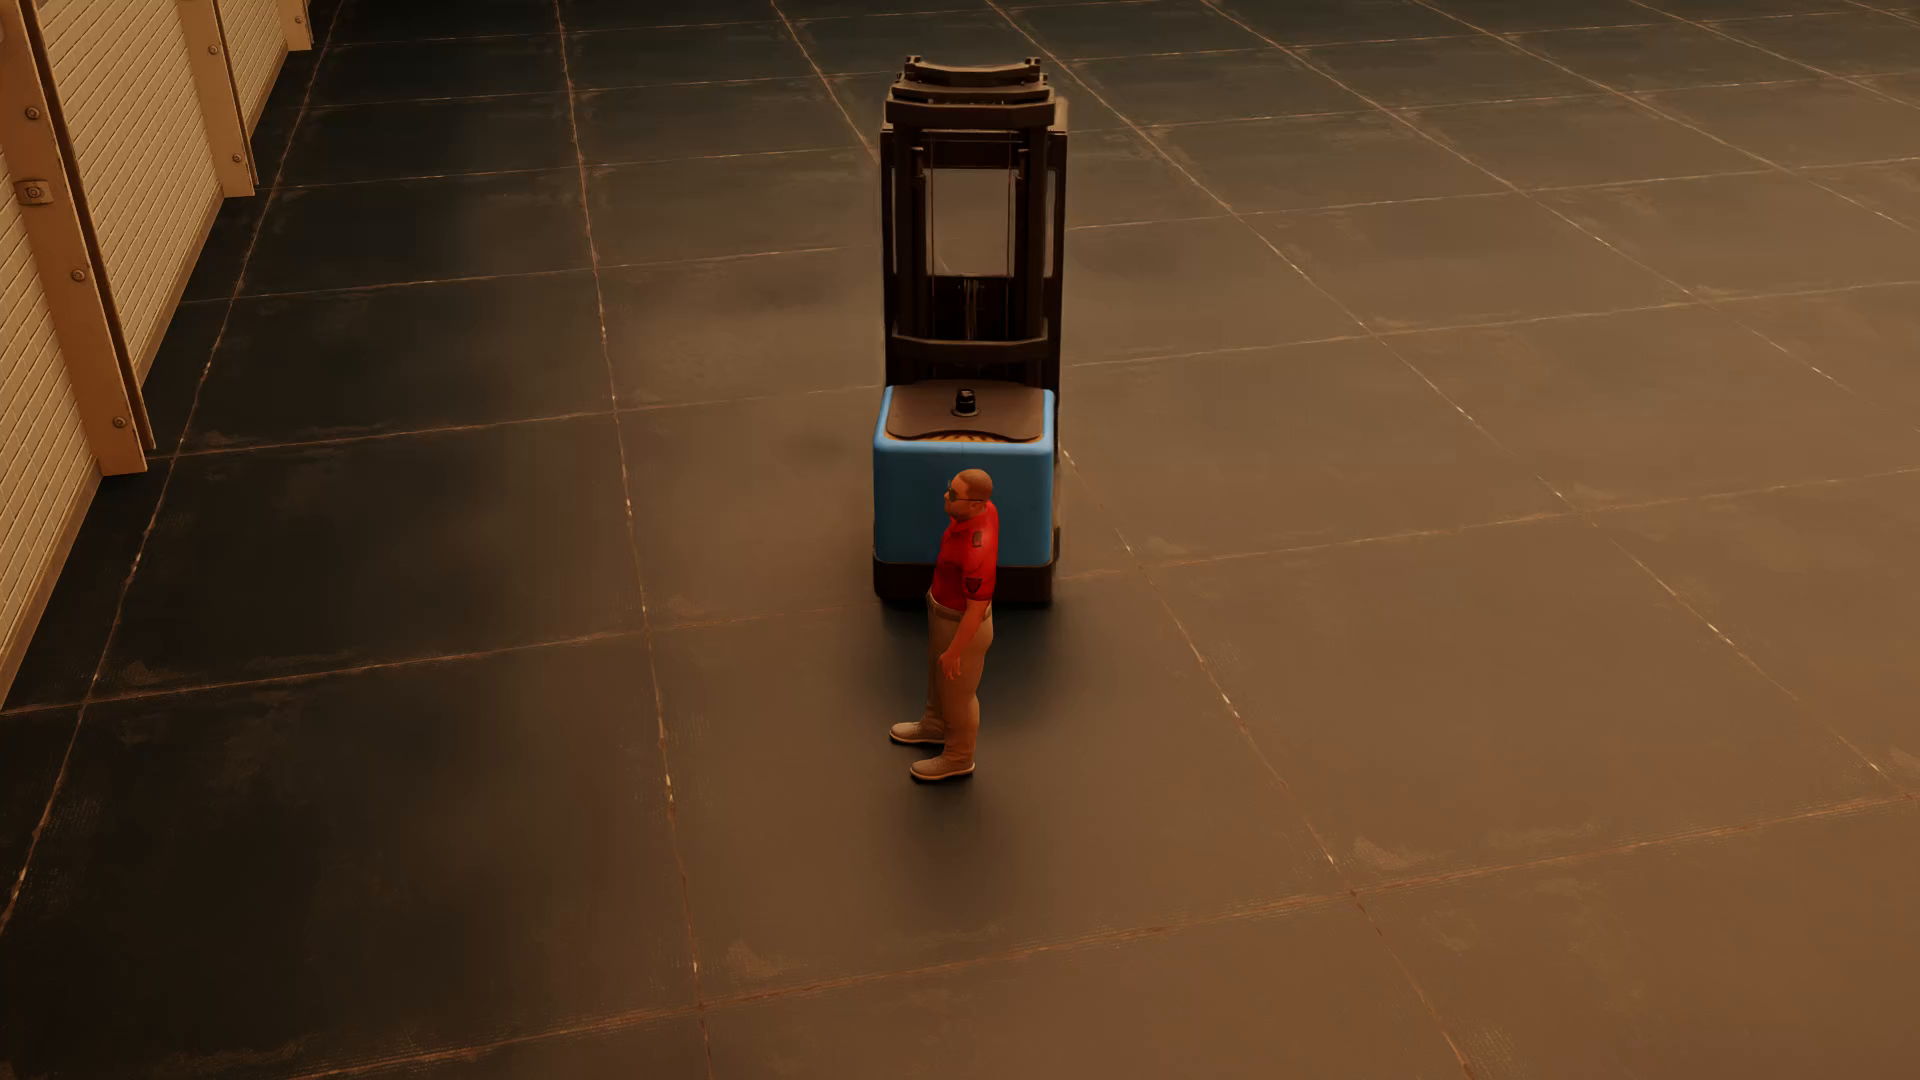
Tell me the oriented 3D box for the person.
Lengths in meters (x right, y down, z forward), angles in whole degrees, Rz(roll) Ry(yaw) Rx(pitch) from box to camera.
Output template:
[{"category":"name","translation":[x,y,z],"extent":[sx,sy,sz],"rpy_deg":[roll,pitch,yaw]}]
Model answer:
[{"category":"person","translation":[-0.090,0.407,8.058],"extent":[0.552,1.727,0.638],"rpy_deg":[0,30,0]}]

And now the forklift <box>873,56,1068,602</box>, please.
[{"category":"forklift","translation":[0.094,-1.610,10.356],"extent":[1.130,2.935,3.031],"rpy_deg":[2,30,3]}]
